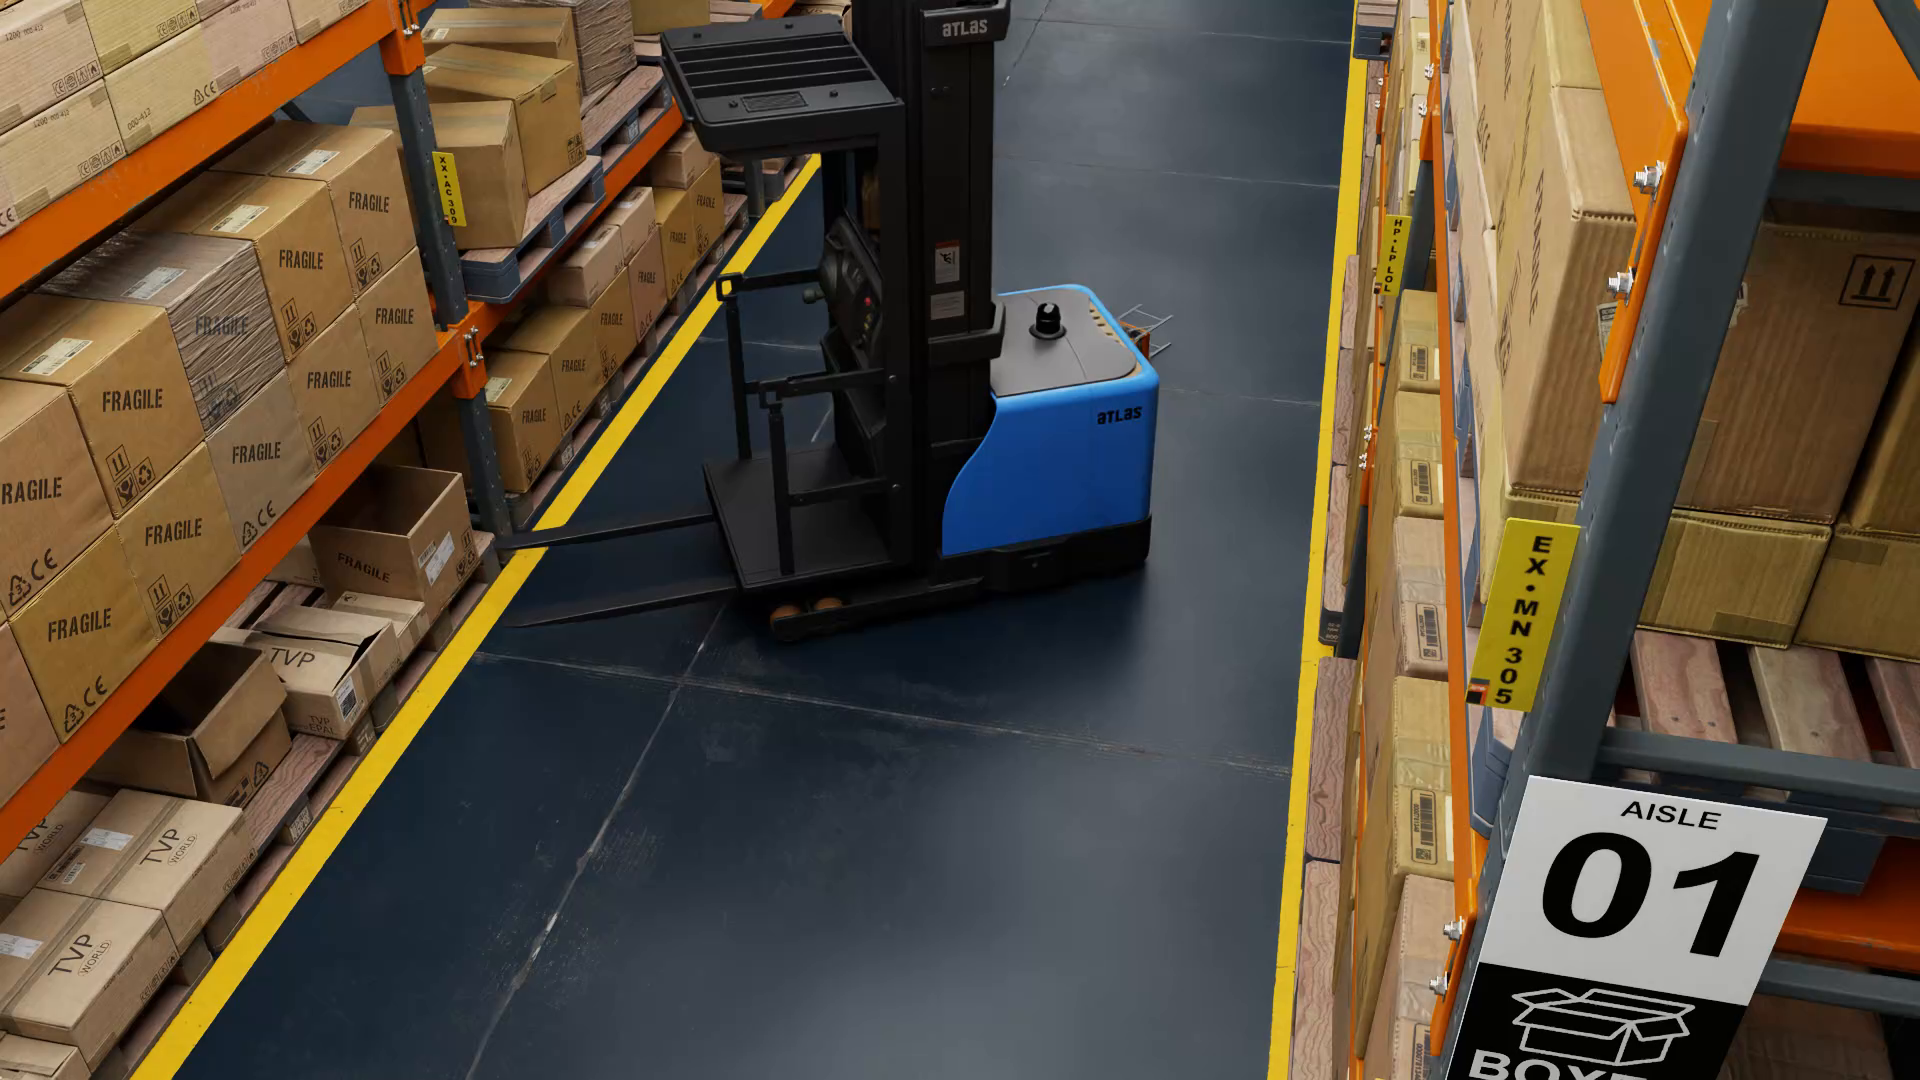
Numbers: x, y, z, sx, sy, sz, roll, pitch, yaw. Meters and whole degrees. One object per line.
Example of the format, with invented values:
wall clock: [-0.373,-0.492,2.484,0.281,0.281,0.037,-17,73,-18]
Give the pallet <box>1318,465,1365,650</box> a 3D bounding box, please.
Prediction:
pallet: [2.251,0.110,7.918,1.003,0.211,1.213,7,37,10]

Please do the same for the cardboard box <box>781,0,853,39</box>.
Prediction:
cardboard box: [-1.103,-3.916,12.604,0.500,0.311,0.500,7,36,9]

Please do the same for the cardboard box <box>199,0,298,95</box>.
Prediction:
cardboard box: [-2.642,-1.742,5.670,0.500,0.250,0.500,7,37,10]

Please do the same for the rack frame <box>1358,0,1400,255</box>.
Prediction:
rack frame: [3.014,-2.860,9.641,1.000,3.000,0.127,7,37,10]

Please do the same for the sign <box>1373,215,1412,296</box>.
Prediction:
sign: [1.627,-1.066,6.246,0.100,0.325,0.005,7,37,10]

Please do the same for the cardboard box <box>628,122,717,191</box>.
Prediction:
cardboard box: [-1.805,-2.350,10.053,0.500,0.250,0.500,9,37,12]

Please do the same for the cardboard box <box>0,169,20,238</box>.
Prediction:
cardboard box: [-2.952,-0.881,4.482,0.500,0.250,0.500,7,37,10]

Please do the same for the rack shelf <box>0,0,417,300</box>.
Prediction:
rack shelf: [-3.108,-0.963,5.079,1.077,0.370,4.000,7,37,10]

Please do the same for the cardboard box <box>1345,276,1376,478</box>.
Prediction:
cardboard box: [2.358,-0.766,8.224,0.750,0.750,0.750,8,37,11]

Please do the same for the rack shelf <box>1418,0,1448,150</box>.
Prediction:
rack shelf: [2.587,-2.637,7.389,1.077,0.370,4.000,7,37,10]

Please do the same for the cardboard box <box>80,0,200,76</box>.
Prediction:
cardboard box: [-2.738,-1.657,5.126,0.500,0.250,0.500,7,37,10]

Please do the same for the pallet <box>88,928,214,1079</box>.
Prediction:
pallet: [-3.349,1.736,5.676,1.003,0.211,1.213,7,37,10]

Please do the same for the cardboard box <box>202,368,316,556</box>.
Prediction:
cardboard box: [-2.753,-0.317,6.046,0.500,0.500,0.500,8,37,11]

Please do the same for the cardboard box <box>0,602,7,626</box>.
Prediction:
cardboard box: [-3.078,0.140,4.564,0.500,0.500,0.500,8,37,10]

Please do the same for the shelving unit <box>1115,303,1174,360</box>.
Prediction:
shelving unit: [0.773,-1.013,9.482,0.258,0.189,1.200,26,43,31]

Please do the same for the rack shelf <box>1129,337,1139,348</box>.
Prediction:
rack shelf: [0.899,-1.100,9.603,0.258,0.180,0.103,26,43,31]

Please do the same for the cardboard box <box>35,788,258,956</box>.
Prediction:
cardboard box: [-2.928,1.193,6.016,0.500,0.250,0.500,7,37,10]

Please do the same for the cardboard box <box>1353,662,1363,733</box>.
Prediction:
cardboard box: [1.648,0.602,6.083,0.380,0.149,0.250,8,37,12]

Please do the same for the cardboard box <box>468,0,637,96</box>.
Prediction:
cardboard box: [-2.233,-2.814,9.134,0.700,0.500,0.500,14,38,19]

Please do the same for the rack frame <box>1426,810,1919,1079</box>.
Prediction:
rack frame: [1.305,1.726,3.313,1.000,3.000,0.127,7,37,10]

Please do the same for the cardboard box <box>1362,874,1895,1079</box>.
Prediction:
cardboard box: [1.404,1.311,3.630,0.980,0.700,0.700,9,37,12]

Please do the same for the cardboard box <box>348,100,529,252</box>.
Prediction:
cardboard box: [-2.361,-1.640,7.514,0.700,0.500,0.500,-4,36,-6]

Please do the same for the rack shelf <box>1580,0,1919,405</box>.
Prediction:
rack shelf: [1.732,-1.396,3.463,1.077,0.370,4.000,7,37,10]

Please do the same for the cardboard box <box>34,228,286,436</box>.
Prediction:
cardboard box: [-2.750,-0.726,5.758,0.500,0.500,0.500,8,37,10]

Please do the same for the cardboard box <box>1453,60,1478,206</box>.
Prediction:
cardboard box: [1.529,-0.983,4.179,0.500,0.250,0.500,6,36,9]

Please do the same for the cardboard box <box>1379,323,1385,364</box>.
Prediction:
cardboard box: [1.986,-0.851,7.065,0.380,0.149,0.250,8,37,11]

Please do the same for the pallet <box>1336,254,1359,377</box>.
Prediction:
pallet: [2.772,-1.289,9.848,1.003,0.211,1.213,7,37,10]

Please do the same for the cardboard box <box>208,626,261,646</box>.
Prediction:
cardboard box: [-3.157,0.494,7.052,0.380,0.166,0.250,7,37,10]

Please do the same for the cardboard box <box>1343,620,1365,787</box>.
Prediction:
cardboard box: [1.900,0.691,6.513,0.700,0.500,0.500,8,37,11]

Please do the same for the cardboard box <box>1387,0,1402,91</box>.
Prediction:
cardboard box: [2.660,-2.783,9.178,0.500,0.500,0.500,8,37,11]

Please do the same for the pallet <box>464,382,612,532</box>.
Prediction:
pallet: [-2.544,-0.528,8.799,1.003,0.211,1.213,7,37,10]

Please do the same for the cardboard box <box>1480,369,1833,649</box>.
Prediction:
cardboard box: [1.202,-0.091,2.949,0.500,0.250,0.500,8,37,11]

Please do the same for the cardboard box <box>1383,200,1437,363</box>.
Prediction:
cardboard box: [2.012,-1.032,6.763,0.500,0.500,0.500,7,36,9]

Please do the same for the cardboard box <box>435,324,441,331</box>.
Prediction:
cardboard box: [-2.741,-0.953,8.764,0.500,0.500,0.500,7,37,10]

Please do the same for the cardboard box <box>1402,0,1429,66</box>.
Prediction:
cardboard box: [2.448,-2.510,8.162,0.500,0.250,0.500,8,37,10]

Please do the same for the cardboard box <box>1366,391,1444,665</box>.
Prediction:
cardboard box: [1.866,0.038,5.386,0.980,0.700,0.700,6,36,9]

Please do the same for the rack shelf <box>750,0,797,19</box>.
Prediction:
rack shelf: [-1.399,-4.335,12.288,1.077,0.370,4.000,7,37,10]

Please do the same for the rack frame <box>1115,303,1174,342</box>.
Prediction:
rack frame: [0.773,-1.087,9.428,0.240,0.006,1.200,26,43,31]

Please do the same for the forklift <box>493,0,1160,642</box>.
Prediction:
forklift: [-0.661,-1.069,7.227,3.031,2.935,1.130,-10,37,-14]

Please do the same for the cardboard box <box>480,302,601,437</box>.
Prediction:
cardboard box: [-2.236,-0.906,8.699,0.500,0.500,0.500,8,37,11]

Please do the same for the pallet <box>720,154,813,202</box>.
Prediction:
pallet: [-1.612,-2.817,11.957,1.003,0.211,1.213,7,37,10]

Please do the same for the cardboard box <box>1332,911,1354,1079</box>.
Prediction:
cardboard box: [1.571,1.579,5.288,0.700,0.500,0.500,6,36,8]

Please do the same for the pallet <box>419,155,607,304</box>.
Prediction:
pallet: [-2.403,-1.553,8.000,1.003,0.211,1.213,7,37,10]

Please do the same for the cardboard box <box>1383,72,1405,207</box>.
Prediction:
cardboard box: [2.328,-1.900,7.960,0.500,0.500,0.500,8,37,11]

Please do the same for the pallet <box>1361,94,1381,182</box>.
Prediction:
pallet: [3.445,-2.876,12.039,1.003,0.211,1.213,7,37,10]

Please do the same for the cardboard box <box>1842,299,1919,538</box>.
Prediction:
cardboard box: [1.697,-0.330,2.639,0.500,0.500,0.500,6,36,8]

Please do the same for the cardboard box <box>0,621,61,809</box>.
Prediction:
cardboard box: [-3.078,0.549,4.851,0.500,0.500,0.500,7,37,10]

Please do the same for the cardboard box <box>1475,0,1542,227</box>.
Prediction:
cardboard box: [1.416,-0.981,3.538,0.500,0.500,0.500,6,36,8]

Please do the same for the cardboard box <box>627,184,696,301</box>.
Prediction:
cardboard box: [-1.908,-1.783,9.909,0.500,0.500,0.500,6,36,8]

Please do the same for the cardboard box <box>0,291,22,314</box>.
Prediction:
cardboard box: [-3.386,-0.510,5.460,0.500,0.500,0.500,8,37,11]

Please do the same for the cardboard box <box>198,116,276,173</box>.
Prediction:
cardboard box: [-3.056,-1.396,6.684,0.500,0.500,0.500,8,37,11]

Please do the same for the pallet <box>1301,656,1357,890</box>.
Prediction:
pallet: [1.921,0.988,6.707,1.003,0.211,1.213,7,37,10]

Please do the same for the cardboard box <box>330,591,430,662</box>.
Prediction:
cardboard box: [-2.547,0.375,7.231,0.380,0.149,0.250,7,37,10]
